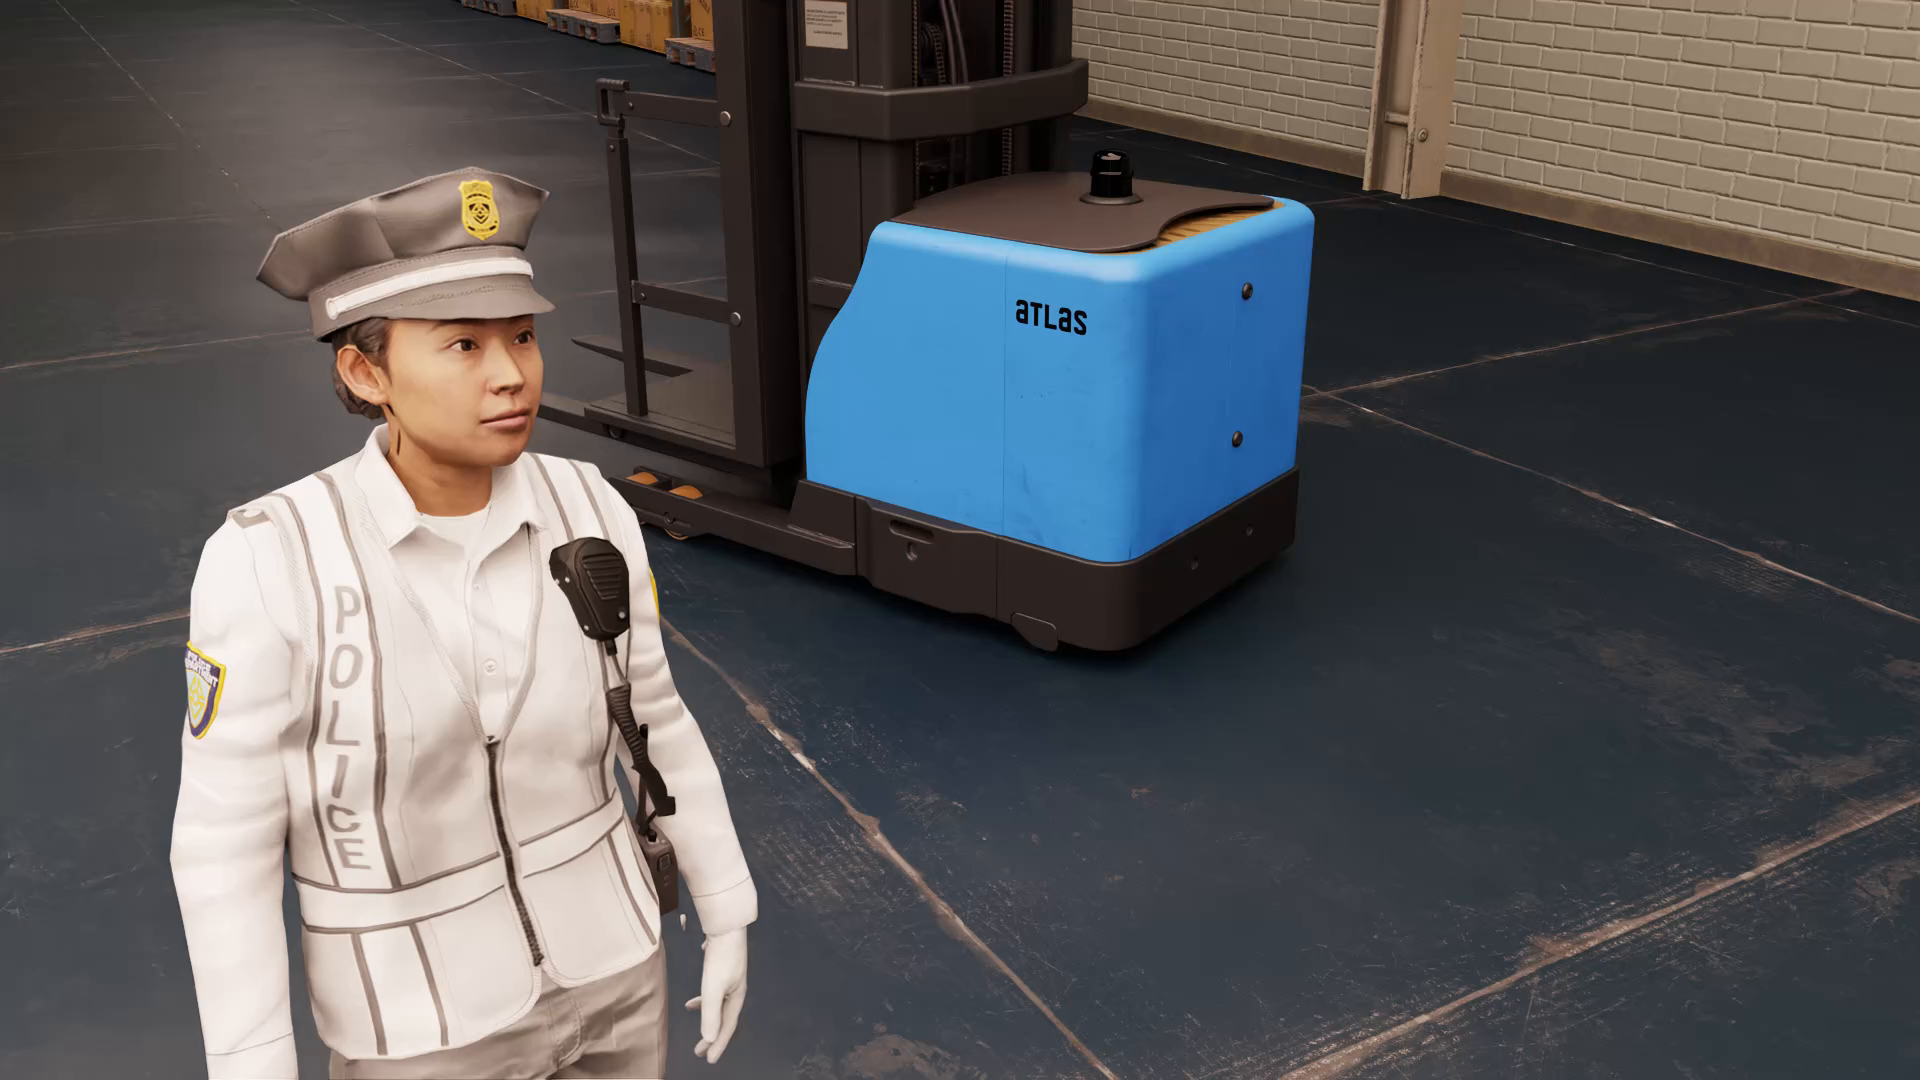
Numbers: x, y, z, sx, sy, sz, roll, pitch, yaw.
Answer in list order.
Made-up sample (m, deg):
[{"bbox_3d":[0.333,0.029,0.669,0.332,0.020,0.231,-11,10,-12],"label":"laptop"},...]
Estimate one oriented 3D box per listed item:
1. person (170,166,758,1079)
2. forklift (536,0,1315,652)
[{"bbox_3d":[-0.436,0.495,1.677,0.589,1.696,0.532,-18,28,-36],"label":"person"},{"bbox_3d":[-0.481,-1.497,4.922,3.031,2.935,1.130,16,27,34],"label":"forklift"}]
